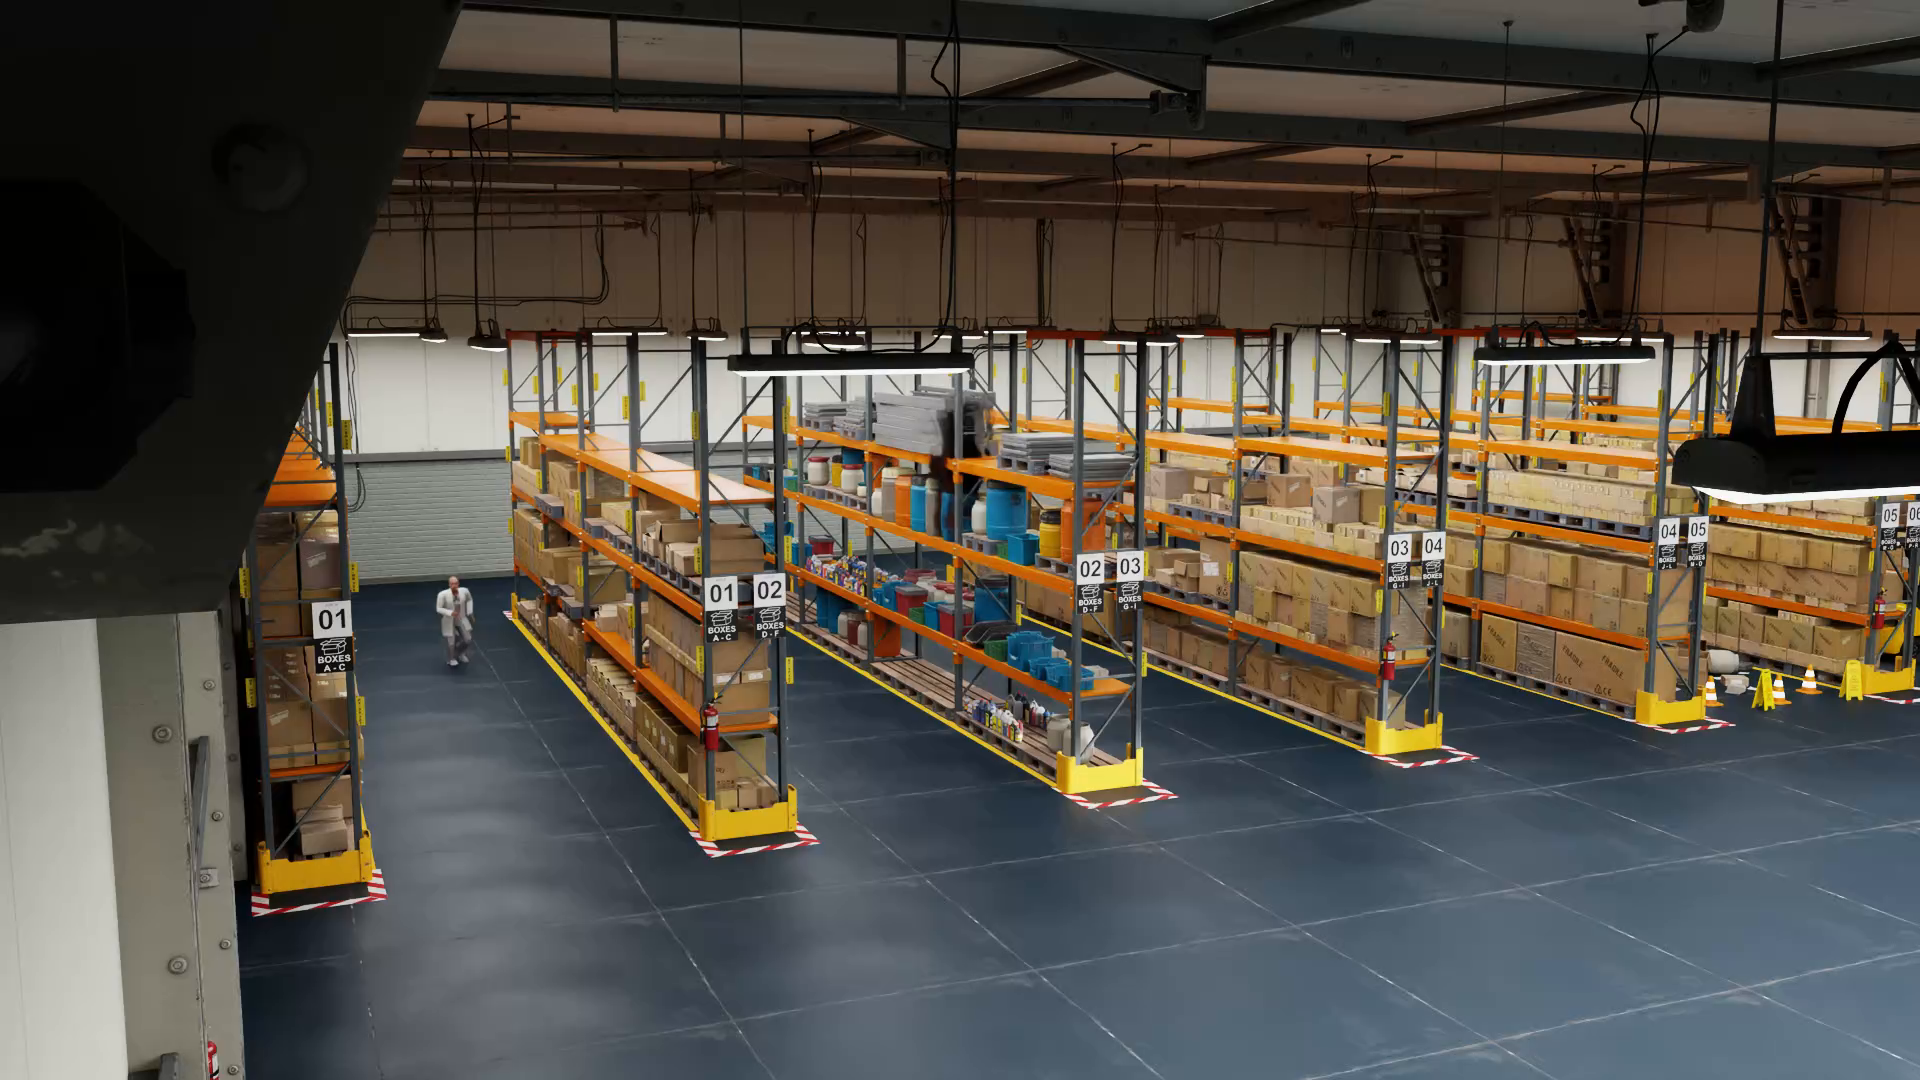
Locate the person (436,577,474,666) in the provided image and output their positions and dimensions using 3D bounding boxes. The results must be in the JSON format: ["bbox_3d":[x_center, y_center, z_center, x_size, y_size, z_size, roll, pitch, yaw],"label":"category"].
[{"bbox_3d":[-9.035,1.462,29.785,0.704,1.666,0.861,-5,9,-32],"label":"person"}]

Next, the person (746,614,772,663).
[{"bbox_3d":[-3.290,1.839,26.851,0.648,1.688,0.655,-4,9,-29],"label":"person"}]
